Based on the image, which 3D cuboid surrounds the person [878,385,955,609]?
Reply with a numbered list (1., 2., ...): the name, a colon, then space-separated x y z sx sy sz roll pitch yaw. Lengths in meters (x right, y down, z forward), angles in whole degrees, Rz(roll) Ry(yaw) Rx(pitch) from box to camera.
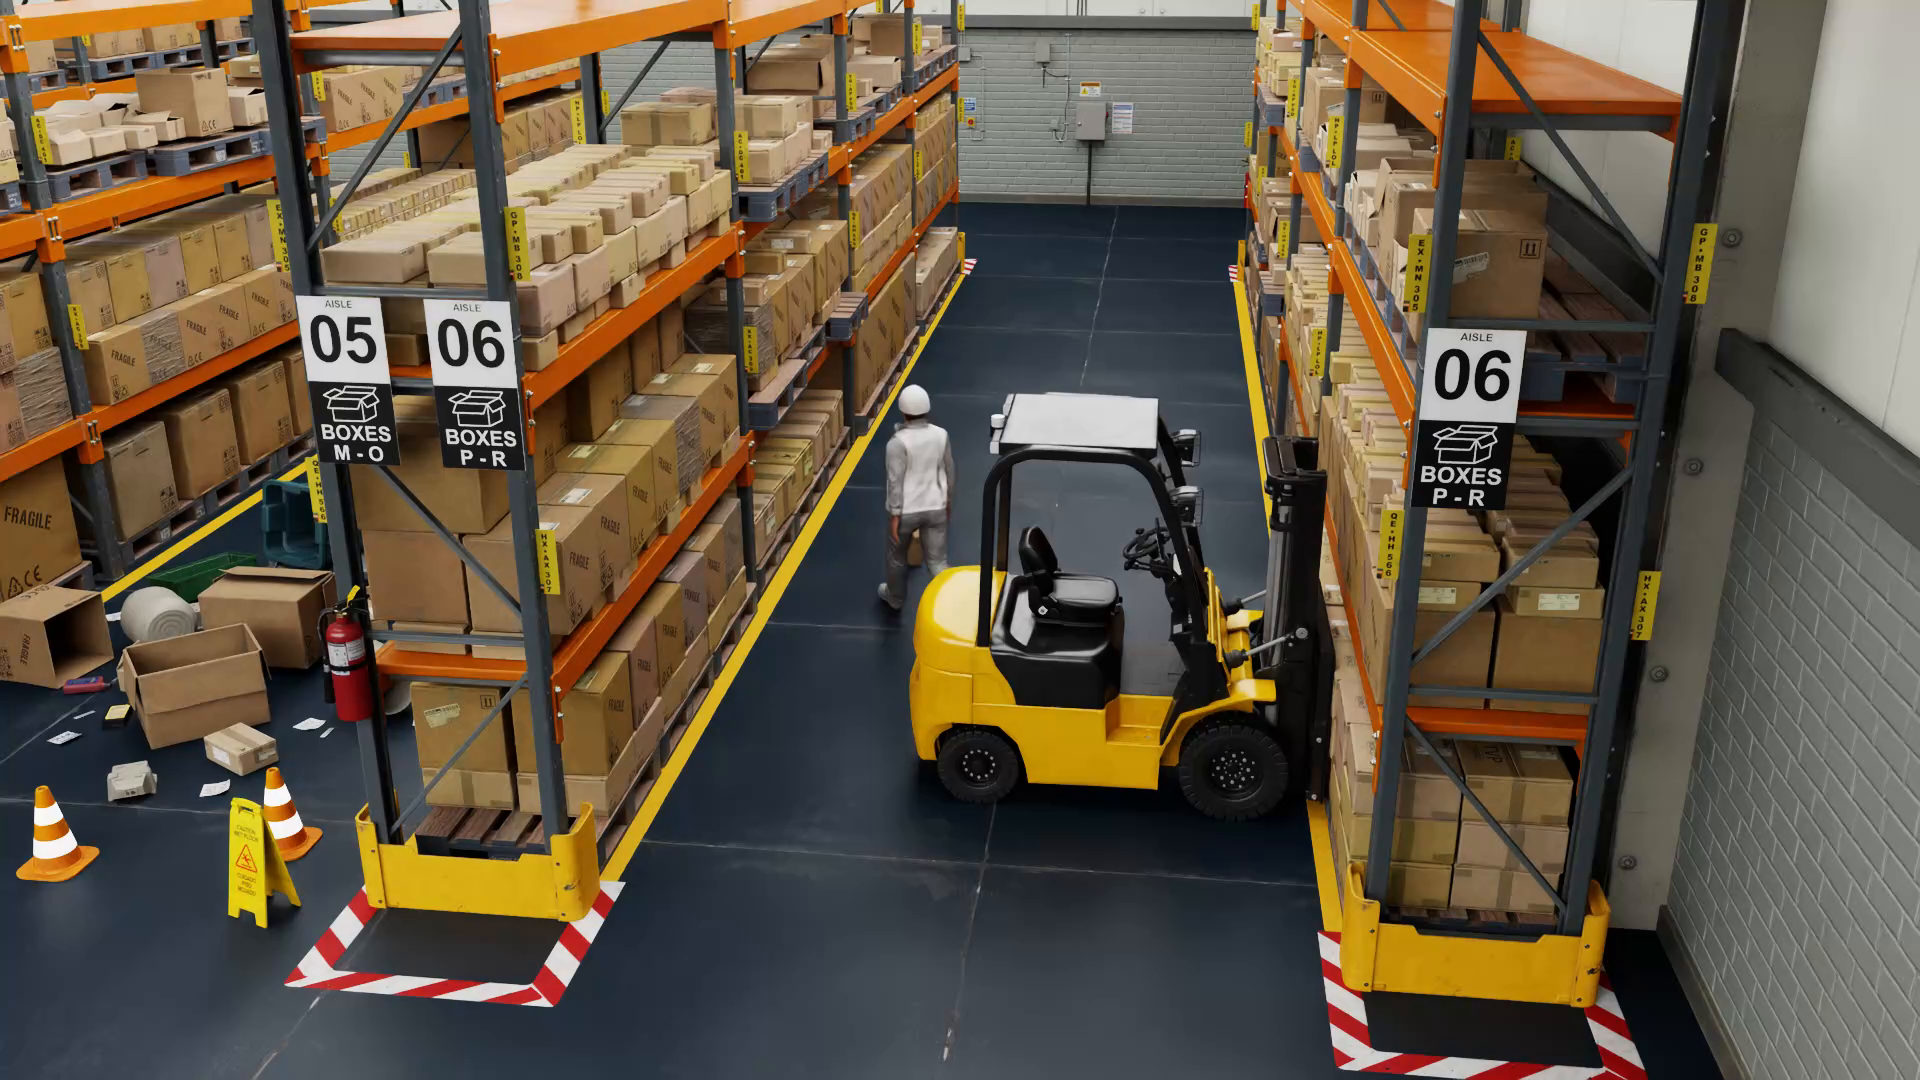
1. person: -0.276 -0.238 11.718 0.552 1.729 1.029 -9 23 -21
